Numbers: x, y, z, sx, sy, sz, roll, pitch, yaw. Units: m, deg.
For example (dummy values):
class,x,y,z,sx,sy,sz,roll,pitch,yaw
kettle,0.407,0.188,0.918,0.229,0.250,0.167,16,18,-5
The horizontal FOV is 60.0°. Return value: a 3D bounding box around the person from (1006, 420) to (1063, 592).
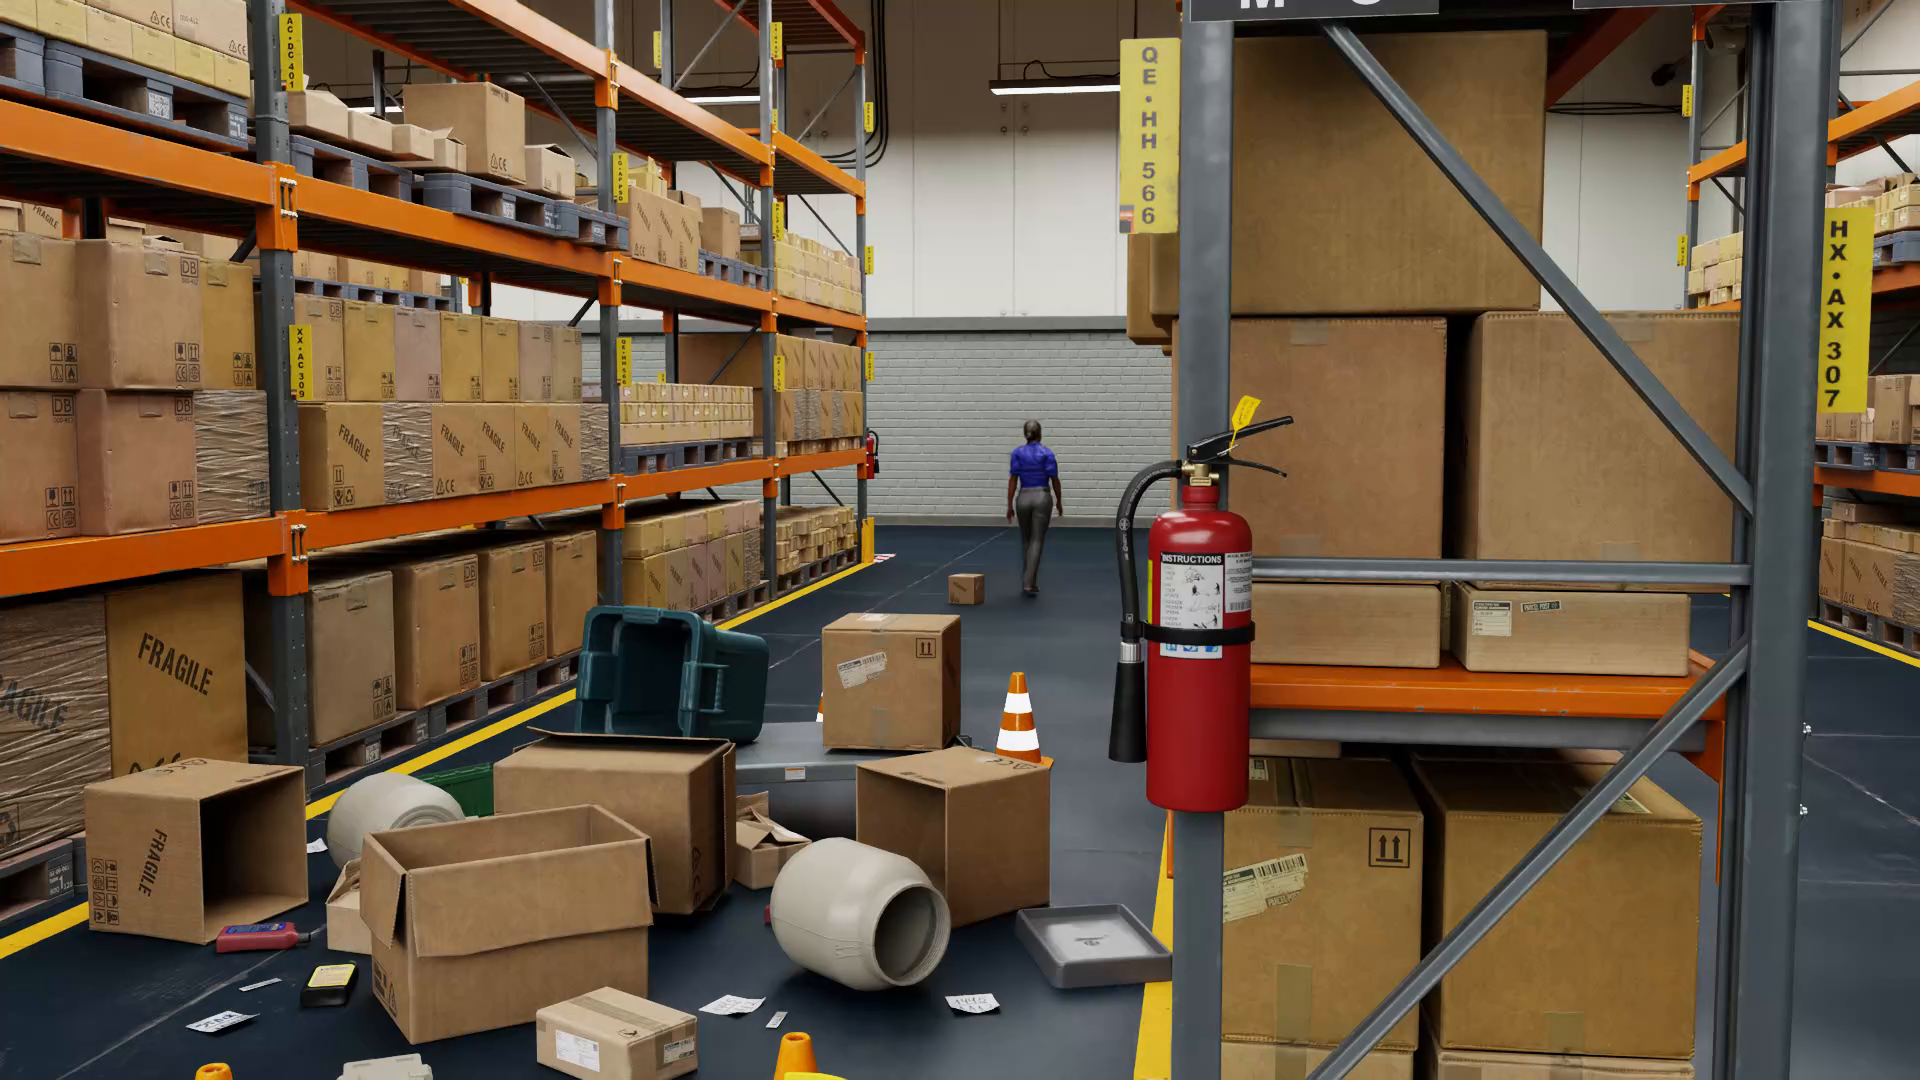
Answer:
class,x,y,z,sx,sy,sz,roll,pitch,yaw
person,0.731,-0.312,15.894,0.486,1.676,0.781,2,5,20
